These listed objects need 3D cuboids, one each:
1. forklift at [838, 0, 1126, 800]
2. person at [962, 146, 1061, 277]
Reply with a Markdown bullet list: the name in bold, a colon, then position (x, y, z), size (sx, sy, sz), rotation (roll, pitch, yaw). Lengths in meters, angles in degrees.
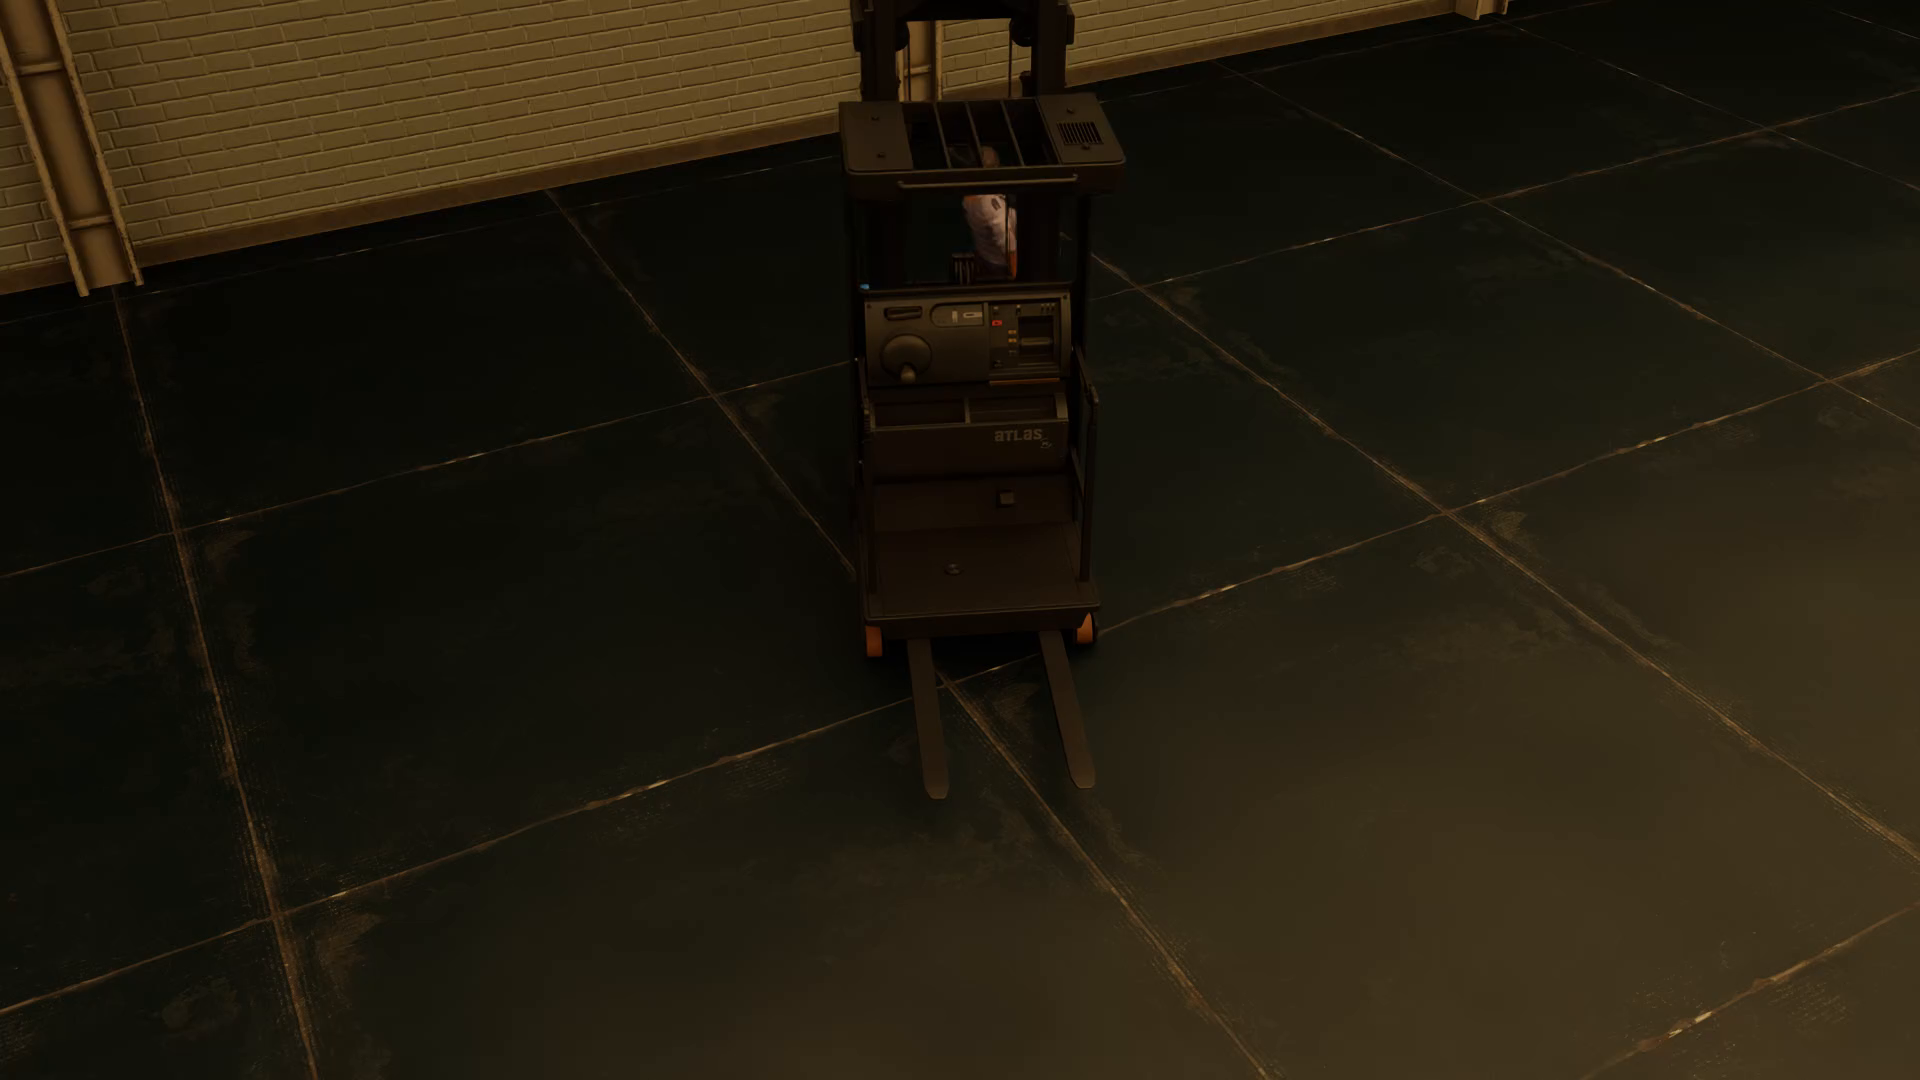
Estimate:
- **forklift**: position (0.061, -0.846, 7.320), size (1.130, 2.935, 3.031), rotation (-3, 35, -5)
- **person**: position (0.253, -1.449, 9.384), size (0.791, 1.557, 0.657), rotation (-22, 41, -28)
